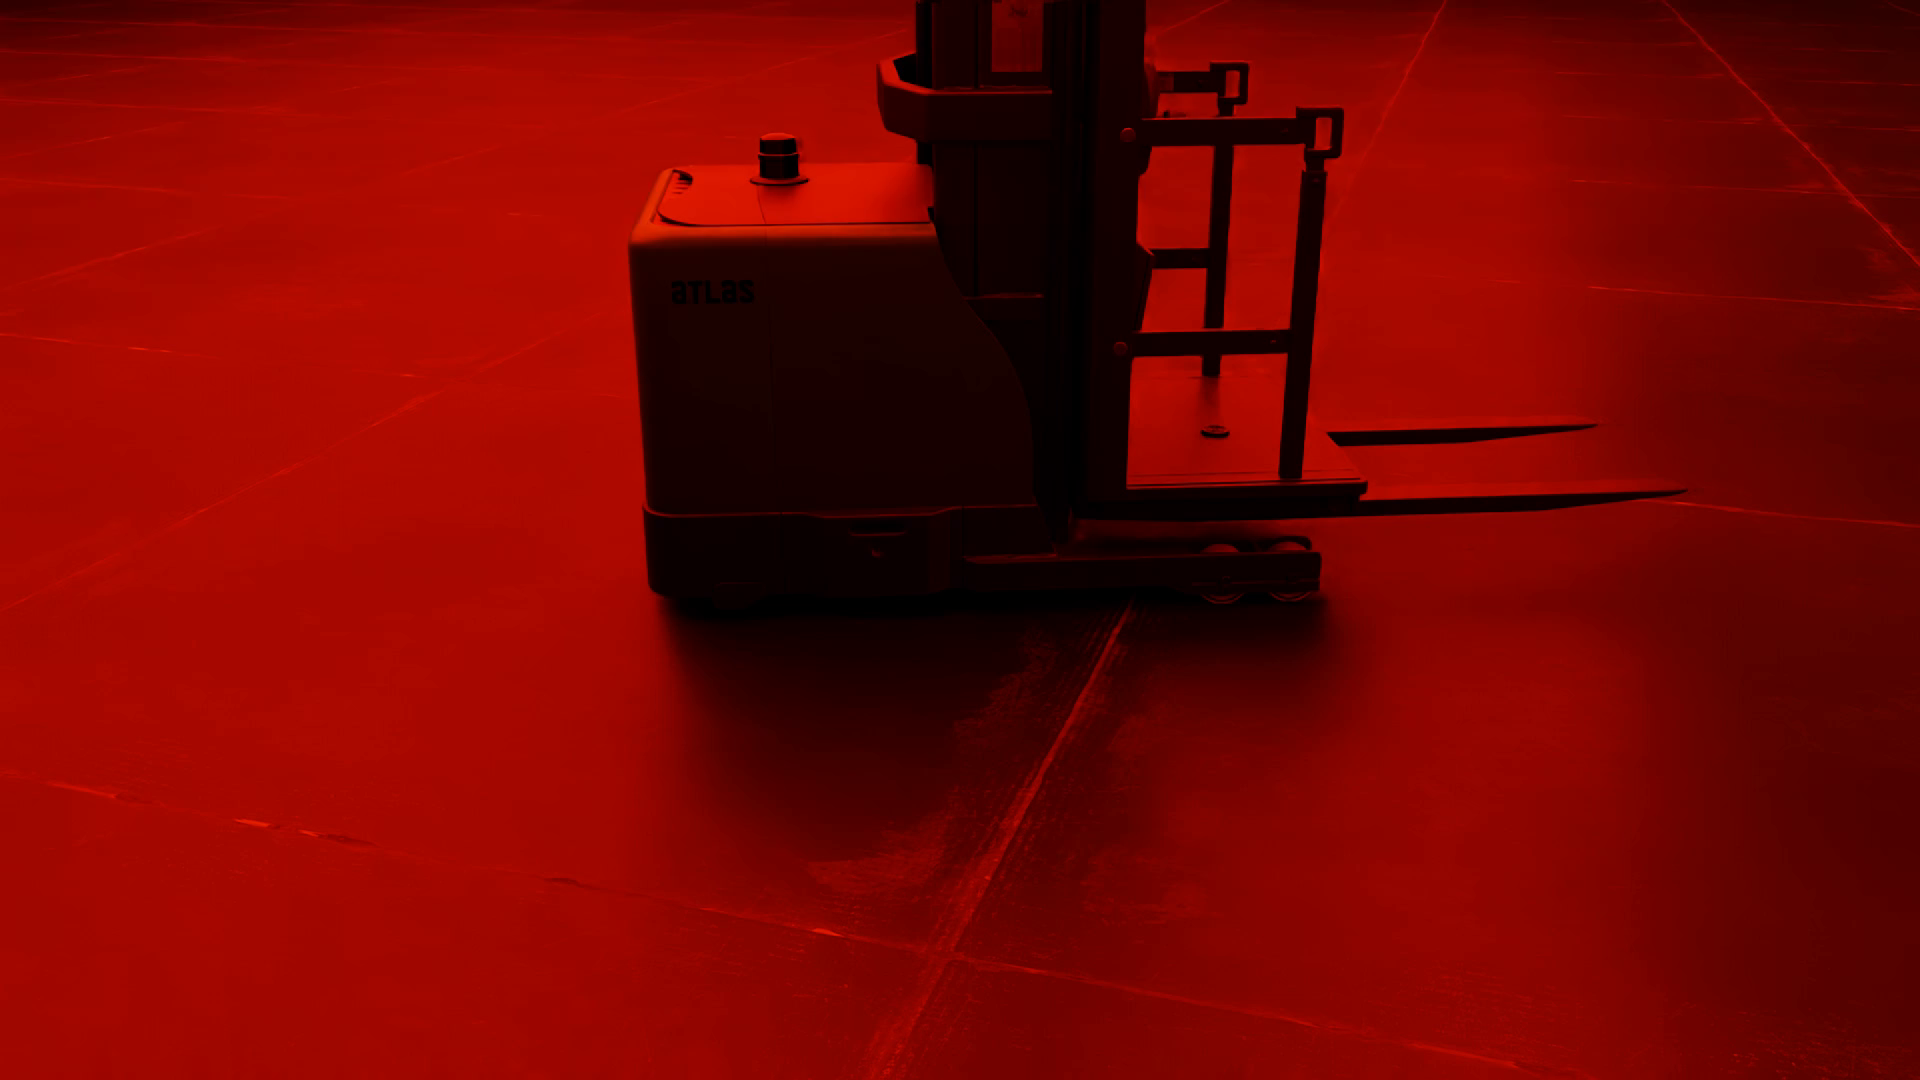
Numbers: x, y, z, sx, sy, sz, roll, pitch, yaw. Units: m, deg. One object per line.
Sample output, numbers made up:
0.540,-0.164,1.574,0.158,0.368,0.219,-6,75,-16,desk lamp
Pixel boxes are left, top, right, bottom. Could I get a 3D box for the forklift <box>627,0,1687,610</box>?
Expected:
0.606,-1.374,4.608,3.031,2.935,1.130,-2,23,-4,forklift
